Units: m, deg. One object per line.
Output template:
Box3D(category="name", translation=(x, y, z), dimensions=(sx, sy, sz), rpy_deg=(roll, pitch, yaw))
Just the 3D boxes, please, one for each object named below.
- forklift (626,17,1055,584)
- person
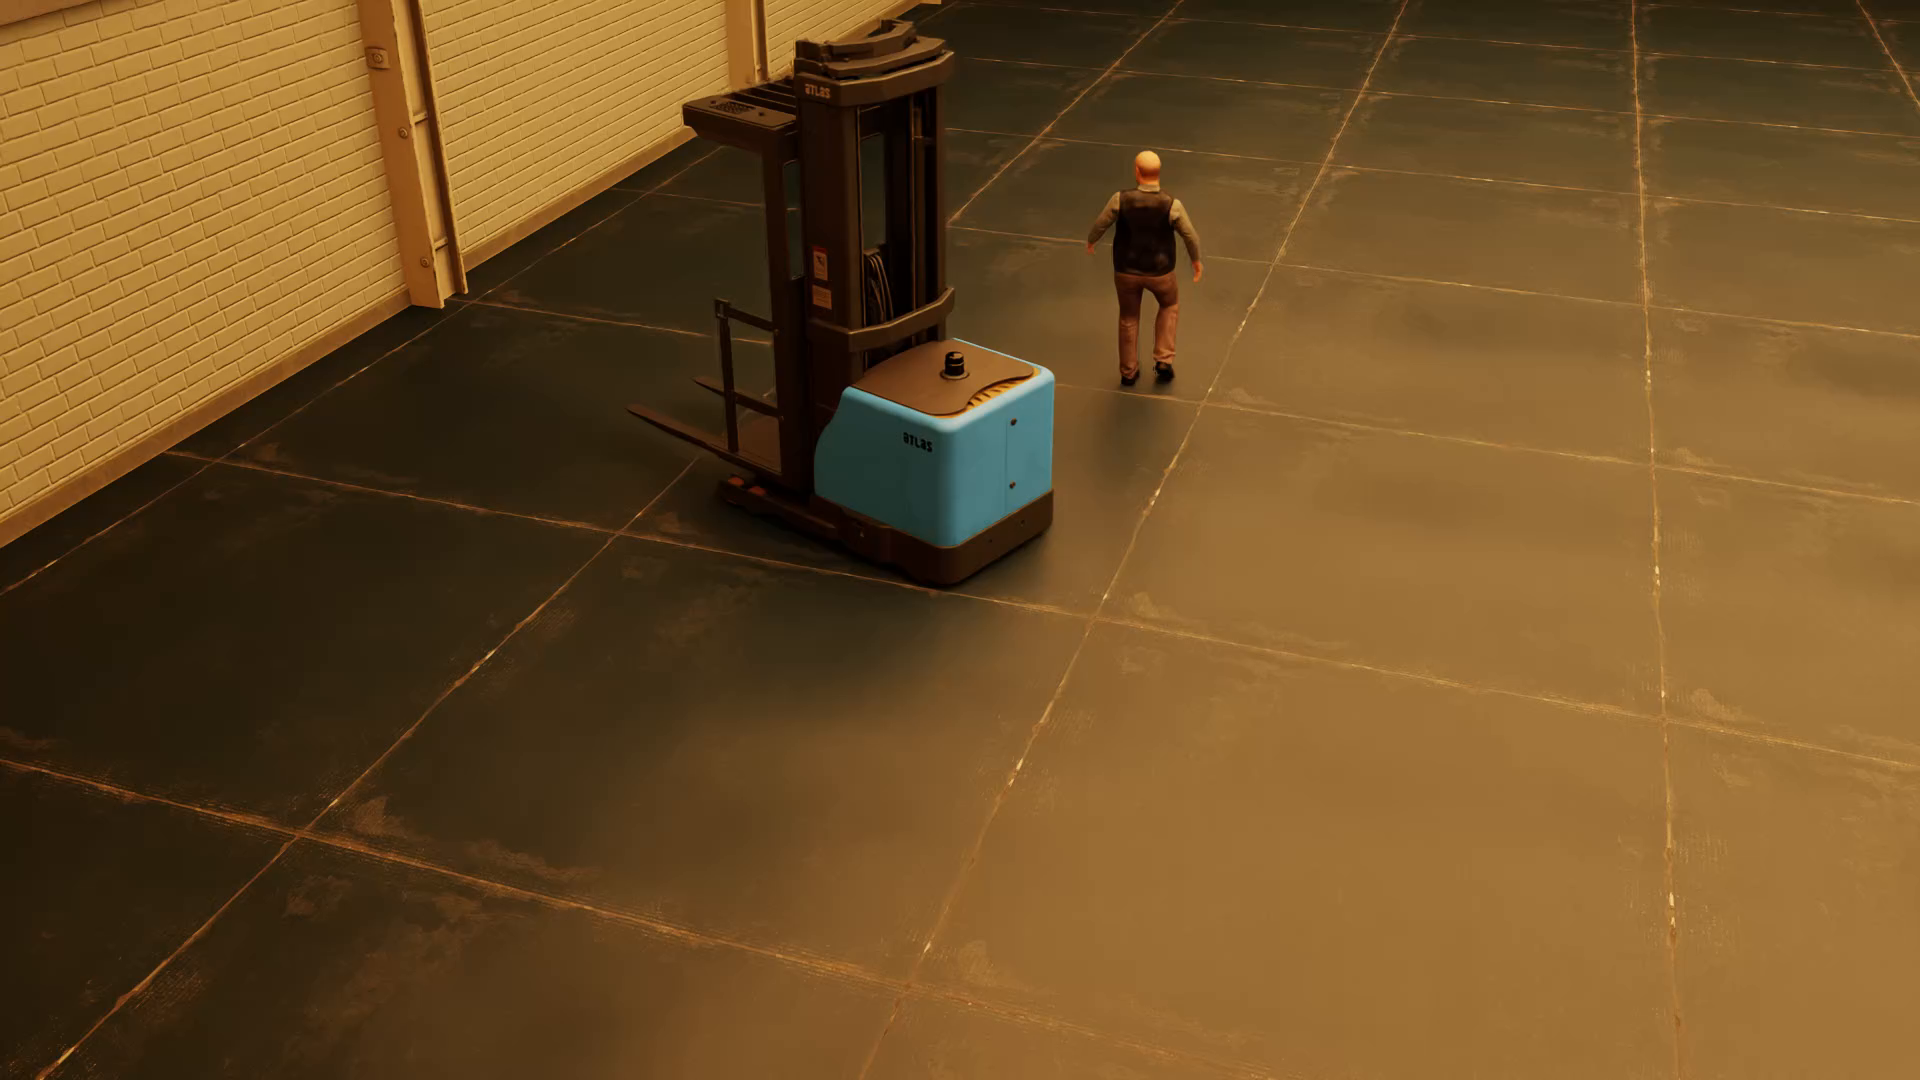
Box3D(category="forklift", translation=(-0.886, -1.617, 9.974), dimensions=(3.031, 2.935, 1.130), rpy_deg=(23, 37, 34))
Box3D(category="person", translation=(1.286, -1.917, 11.783), dimensions=(0.843, 1.729, 0.497), rpy_deg=(9, 31, 15))
